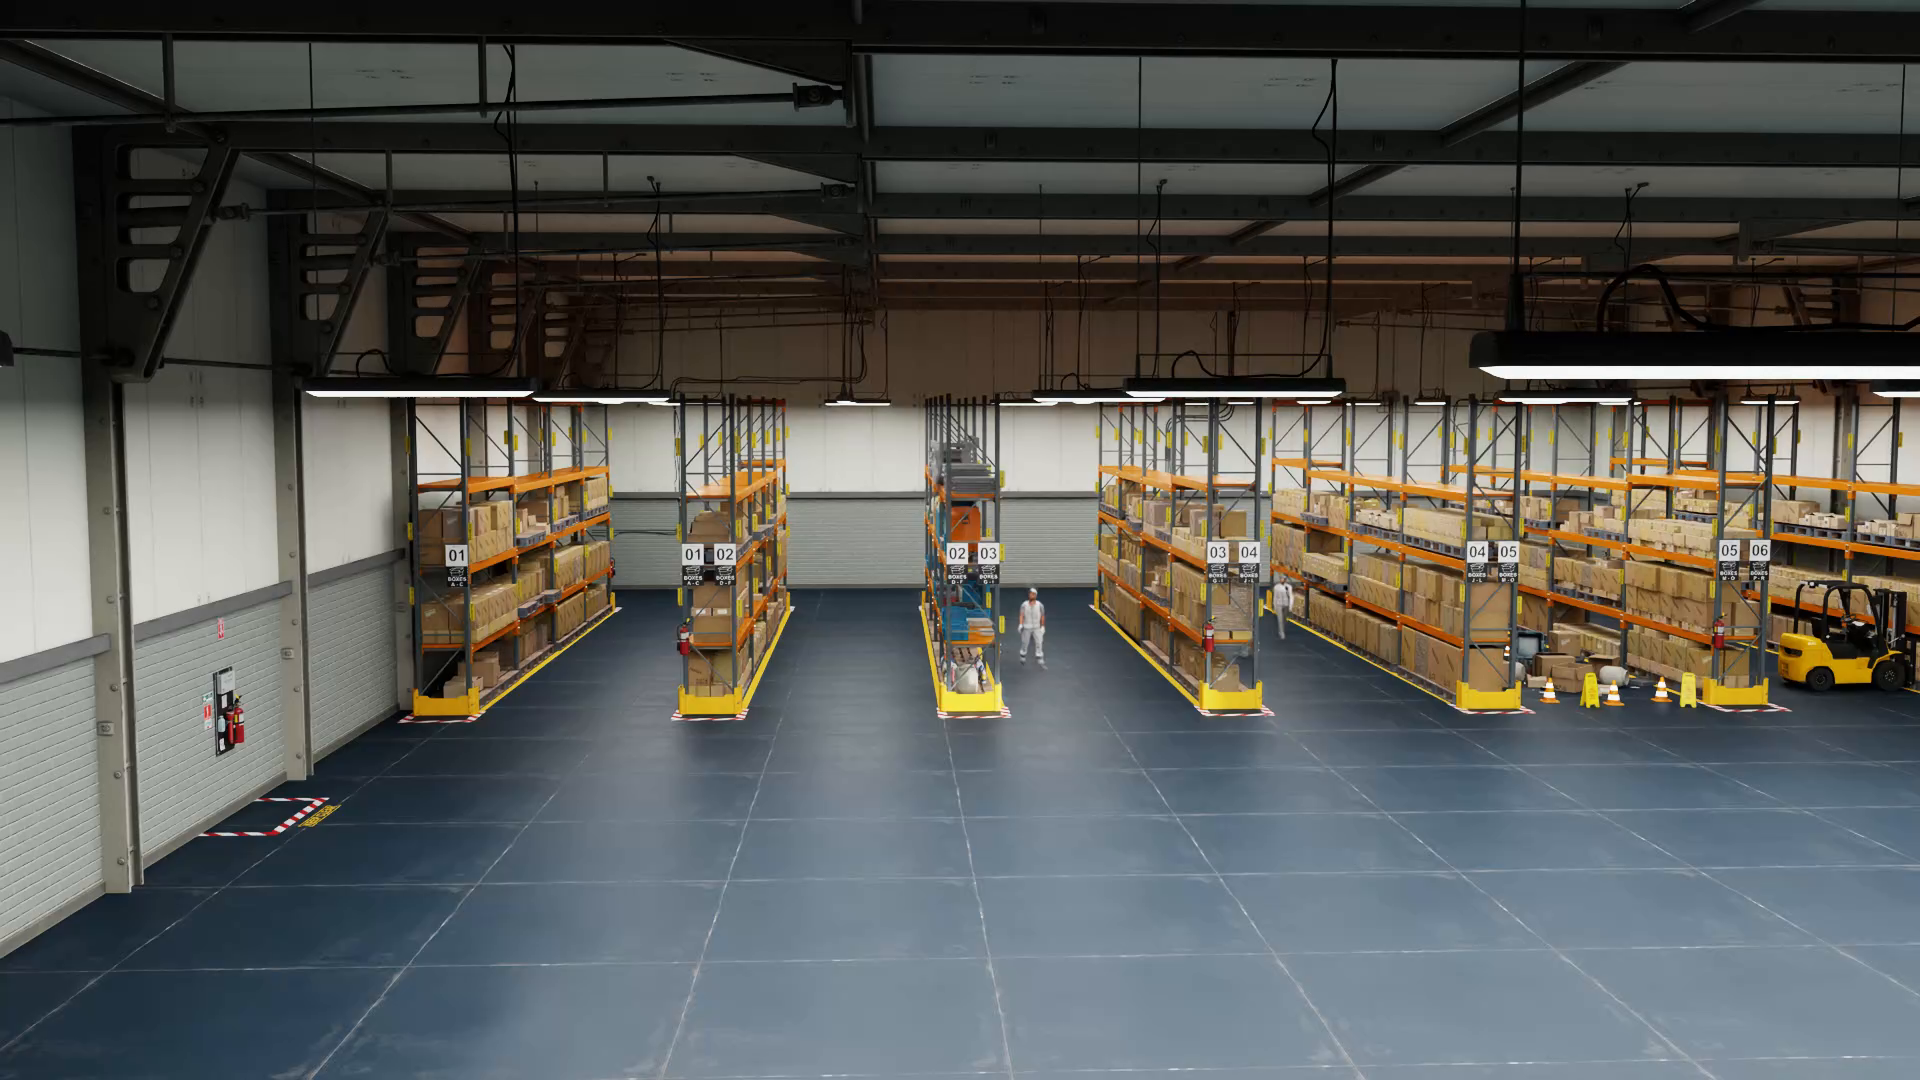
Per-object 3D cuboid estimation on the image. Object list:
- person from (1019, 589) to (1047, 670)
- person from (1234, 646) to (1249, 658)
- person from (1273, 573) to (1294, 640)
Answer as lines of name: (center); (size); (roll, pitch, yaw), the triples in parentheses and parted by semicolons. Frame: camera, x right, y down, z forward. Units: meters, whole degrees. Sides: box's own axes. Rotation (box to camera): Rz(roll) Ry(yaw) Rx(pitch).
person: (1.588, 1.948, 36.443); (0.665, 1.720, 1.063); (-2, 5, -21)
person: (6.578, 1.807, 38.411); (0.424, 1.773, 0.576); (0, 5, 0)
person: (8.052, 1.644, 41.351); (0.476, 1.630, 0.933); (0, 5, -5)
